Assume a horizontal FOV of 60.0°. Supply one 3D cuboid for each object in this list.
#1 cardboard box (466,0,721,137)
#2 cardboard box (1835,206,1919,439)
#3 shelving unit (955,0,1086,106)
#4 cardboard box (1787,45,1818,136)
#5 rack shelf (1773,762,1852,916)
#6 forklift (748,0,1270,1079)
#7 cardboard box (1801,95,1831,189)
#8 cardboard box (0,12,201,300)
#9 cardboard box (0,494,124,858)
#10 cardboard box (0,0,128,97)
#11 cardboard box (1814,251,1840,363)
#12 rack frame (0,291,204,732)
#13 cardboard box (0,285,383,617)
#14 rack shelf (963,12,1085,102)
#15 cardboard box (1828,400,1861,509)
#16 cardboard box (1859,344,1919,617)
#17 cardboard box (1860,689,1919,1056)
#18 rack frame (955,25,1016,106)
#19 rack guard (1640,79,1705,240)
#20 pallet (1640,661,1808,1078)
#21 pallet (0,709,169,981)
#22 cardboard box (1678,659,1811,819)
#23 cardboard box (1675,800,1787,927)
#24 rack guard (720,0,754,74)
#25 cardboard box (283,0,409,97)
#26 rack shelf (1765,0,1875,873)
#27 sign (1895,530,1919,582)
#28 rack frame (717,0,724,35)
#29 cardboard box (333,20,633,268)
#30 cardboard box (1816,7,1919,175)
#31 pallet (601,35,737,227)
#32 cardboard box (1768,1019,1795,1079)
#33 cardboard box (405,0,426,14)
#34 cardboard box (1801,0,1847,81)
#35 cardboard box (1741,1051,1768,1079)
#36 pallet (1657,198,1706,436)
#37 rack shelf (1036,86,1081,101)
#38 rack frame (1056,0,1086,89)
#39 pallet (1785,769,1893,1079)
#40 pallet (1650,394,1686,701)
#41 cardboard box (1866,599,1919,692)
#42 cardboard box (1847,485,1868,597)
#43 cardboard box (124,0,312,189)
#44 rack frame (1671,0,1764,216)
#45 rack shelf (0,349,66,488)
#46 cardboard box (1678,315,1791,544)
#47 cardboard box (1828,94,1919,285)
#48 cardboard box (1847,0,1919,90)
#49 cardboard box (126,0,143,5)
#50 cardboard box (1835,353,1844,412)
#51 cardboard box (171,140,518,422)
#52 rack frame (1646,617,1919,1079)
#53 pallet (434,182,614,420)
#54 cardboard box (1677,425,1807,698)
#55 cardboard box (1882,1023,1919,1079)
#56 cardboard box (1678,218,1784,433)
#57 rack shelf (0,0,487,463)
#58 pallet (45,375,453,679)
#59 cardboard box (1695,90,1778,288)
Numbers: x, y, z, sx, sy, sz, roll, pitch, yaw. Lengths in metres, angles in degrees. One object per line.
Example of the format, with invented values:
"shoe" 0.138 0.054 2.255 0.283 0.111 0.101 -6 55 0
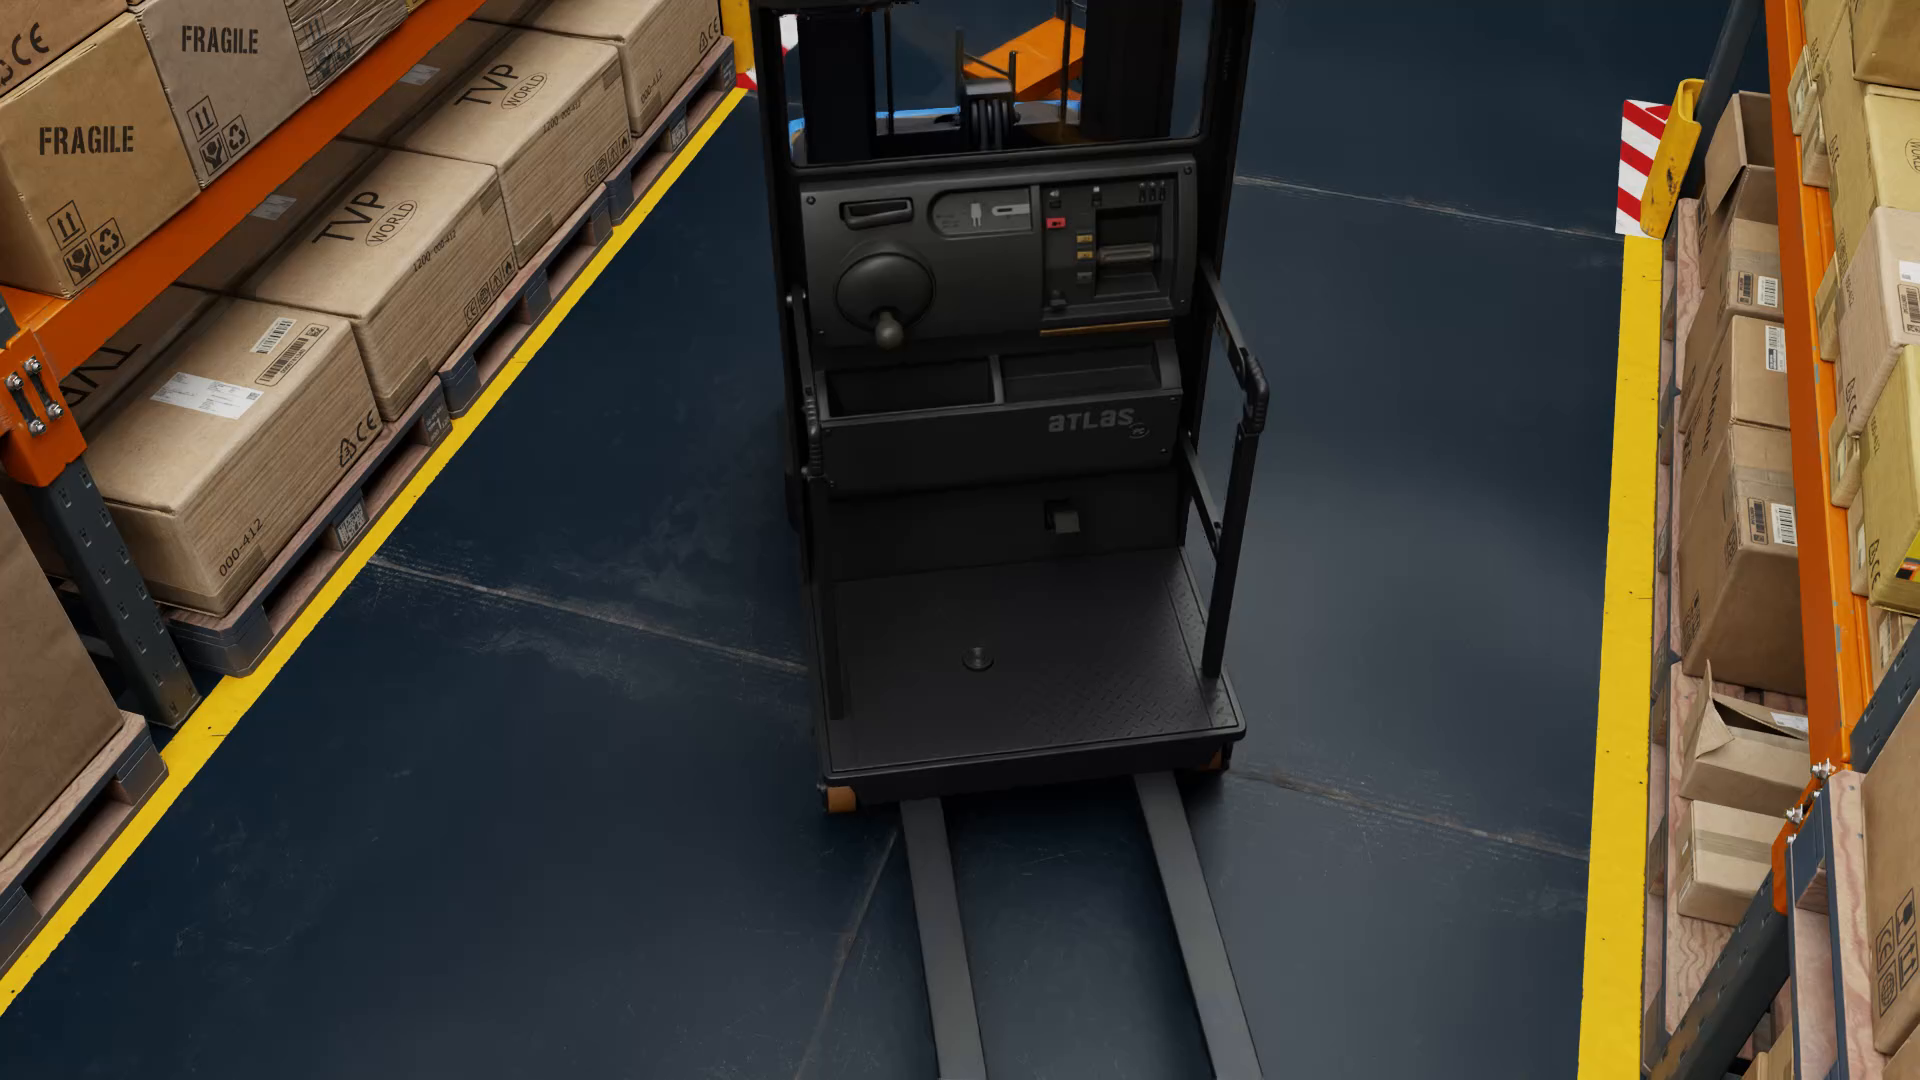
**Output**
"cardboard box" -1.564 -2.117 6.800 0.875 0.438 0.875 11 45 11
"cardboard box" 2.121 -0.409 3.418 0.500 0.250 0.500 13 46 13
"shelving unit" 0.244 -1.235 5.654 0.258 1.200 0.503 33 53 29
"cardboard box" 2.474 -1.196 4.507 0.380 0.149 0.250 11 46 11
"rack shelf" 1.456 1.962 1.615 1.077 0.370 4.000 13 46 13
"forklift" 0.132 -0.581 3.748 1.130 2.935 3.031 -6 45 -6
"cardboard box" 2.414 -1.016 4.323 0.380 0.149 0.250 14 46 13
"cardboard box" -2.279 -0.970 4.026 0.500 0.500 0.500 14 46 14
"cardboard box" -2.782 0.362 3.954 0.875 0.875 0.875 14 46 14
"cardboard box" -2.296 -1.337 3.685 0.500 0.500 0.500 13 46 13
"cardboard box" 2.187 -0.507 3.803 0.380 0.149 0.250 12 46 12
"rack frame" -2.671 -0.677 3.798 1.000 3.000 0.127 13 46 13
"cardboard box" -2.378 -0.307 4.951 0.875 0.438 0.875 12 46 12
"rack shelf" 0.244 -1.516 5.380 0.258 0.148 0.480 33 53 29
"cardboard box" 2.031 -0.161 3.450 0.380 0.149 0.250 14 46 14
"cardboard box" 1.983 -0.072 3.074 0.500 0.250 0.500 14 46 14
"cardboard box" 1.702 0.461 2.263 0.700 0.500 0.500 14 46 14
"rack frame" 0.078 -1.110 5.526 0.240 1.200 0.015 33 53 29
"rack guard" 3.250 -1.351 6.273 1.175 0.500 0.348 13 46 13
"pallet" 2.270 0.911 4.169 1.003 0.211 1.213 13 46 13
"pallet" -2.832 0.850 4.231 1.003 0.211 1.213 13 46 13
"cardboard box" 2.058 0.527 4.221 0.396 0.266 0.258 14 46 14
"cardboard box" 1.950 0.807 4.019 0.380 0.149 0.250 11 45 11
"rack guard" -1.452 -2.466 7.413 1.175 0.500 0.348 13 46 13
"cardboard box" -1.966 -1.635 4.705 0.500 0.500 0.500 13 46 13
"rack shelf" 2.667 -0.705 4.340 1.077 0.370 4.000 13 46 13
"sign" 1.542 -0.048 2.535 0.100 0.325 0.005 13 46 13
"rack frame" -1.459 -3.344 6.522 1.000 3.000 0.127 13 46 13
"cardboard box" -1.833 -1.505 6.175 0.875 0.438 0.875 14 46 14
"cardboard box" 2.441 -1.082 4.106 0.500 0.250 0.500 11 46 11
"pallet" -1.627 -1.797 6.936 1.003 0.211 1.213 13 46 13
"cardboard box" 1.699 1.066 3.039 0.380 0.149 0.250 15 46 14
"cardboard box" -1.810 -1.978 5.056 0.500 0.500 0.500 14 46 14
"cardboard box" 2.576 -1.427 4.459 0.500 0.250 0.500 12 46 12
"cardboard box" 1.700 1.390 3.172 0.500 0.500 0.500 14 46 14
"pallet" 3.009 -0.716 5.831 1.003 0.211 1.213 13 46 13
"rack shelf" 0.244 -1.347 5.545 0.258 0.148 0.480 33 53 29
"rack frame" 0.410 -1.360 5.782 0.240 1.200 0.015 33 53 29
"pallet" 1.715 0.950 2.272 1.003 0.211 1.213 13 46 13
"pallet" 2.638 0.095 5.002 1.003 0.211 1.213 13 46 13
"cardboard box" 1.917 0.195 3.085 0.380 0.149 0.250 13 46 13
"cardboard box" 1.975 0.017 3.267 0.380 0.149 0.250 14 46 14
"cardboard box" -2.123 -1.305 4.367 0.500 0.500 0.500 13 46 13
"rack frame" 3.273 -2.295 5.450 1.000 3.000 0.127 13 46 13
"rack shelf" -3.276 0.913 2.687 1.077 0.370 4.000 13 46 13
"cardboard box" 2.446 -0.271 4.869 0.500 0.500 0.500 13 46 13
"cardboard box" 2.284 -0.739 3.755 0.500 0.250 0.500 12 46 12
"cardboard box" 2.424 -1.370 3.864 0.500 0.500 0.500 14 46 14
"cardboard box" -2.137 -1.672 4.027 0.500 0.500 0.500 12 46 12
"cardboard box" 2.136 -0.330 3.623 0.380 0.149 0.250 14 46 14
"cardboard box" -2.108 -0.904 5.561 0.875 0.438 0.875 11 45 11
"rack frame" 2.058 0.371 2.726 0.949 2.616 0.053 13 46 13
"pallet" -1.998 -0.987 6.108 1.003 0.211 1.213 13 46 12
"cardboard box" 2.387 0.090 4.501 0.700 0.500 0.500 11 45 11
"cardboard box" 1.545 0.806 1.910 0.700 0.500 0.500 13 46 13
"cardboard box" 2.701 -0.602 5.208 0.700 0.500 0.500 14 46 14
"rack shelf" -2.065 -1.753 5.411 1.077 0.370 4.000 13 46 13
"pallet" -2.366 -0.171 5.274 1.003 0.211 1.213 13 46 13
"cardboard box" 2.997 -1.165 5.780 0.797 0.503 0.637 11 45 11
